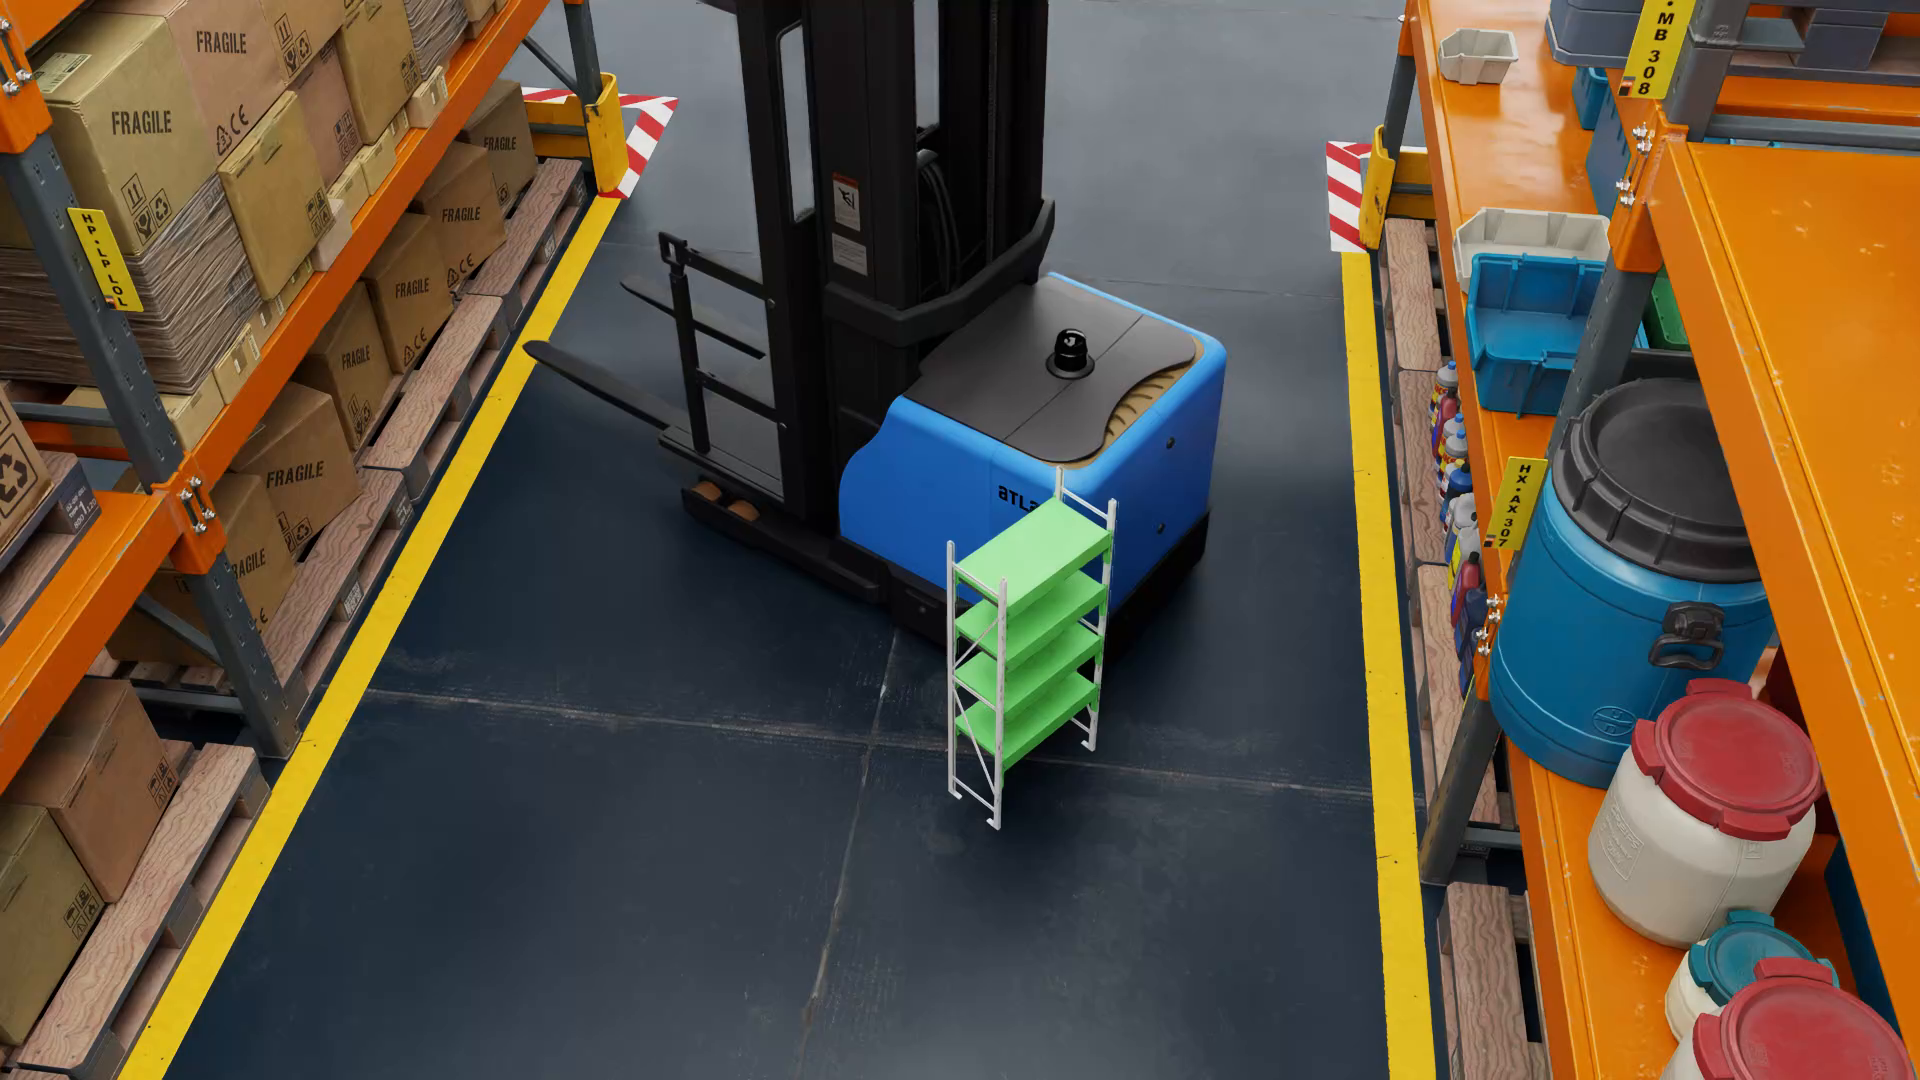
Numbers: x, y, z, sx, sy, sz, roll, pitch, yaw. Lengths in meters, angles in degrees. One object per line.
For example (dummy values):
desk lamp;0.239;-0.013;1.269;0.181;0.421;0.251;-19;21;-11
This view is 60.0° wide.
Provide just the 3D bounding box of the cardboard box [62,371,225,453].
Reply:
cardboard box;-2.549;-0.415;5.190;0.380;0.149;0.250;5;44;6

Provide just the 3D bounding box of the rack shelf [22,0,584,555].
rack shelf;-2.611;-1.489;6.664;1.077;0.370;4.000;5;44;6

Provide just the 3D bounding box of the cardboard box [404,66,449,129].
cardboard box;-2.274;-1.777;6.628;0.380;0.149;0.250;5;44;6

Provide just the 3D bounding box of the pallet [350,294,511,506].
pallet;-2.663;-0.669;7.304;1.003;0.211;1.213;5;44;6

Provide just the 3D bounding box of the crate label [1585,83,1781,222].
crate label;2.588;-1.397;6.018;0.502;0.435;0.616;5;44;6

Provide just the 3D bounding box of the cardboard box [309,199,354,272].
cardboard box;-2.400;-1.095;5.908;0.380;0.149;0.250;5;44;6

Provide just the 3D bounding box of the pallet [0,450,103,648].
pallet;-3.121;0.190;4.507;1.003;0.211;1.213;5;44;6

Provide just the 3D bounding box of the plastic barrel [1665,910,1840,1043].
plastic barrel;1.707;1.001;3.612;0.301;0.262;0.301;0;43;0

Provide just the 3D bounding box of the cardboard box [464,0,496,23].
cardboard box;-2.394;-2.534;6.955;0.875;0.500;0.500;5;44;6

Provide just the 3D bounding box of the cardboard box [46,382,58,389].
cardboard box;-3.096;-0.639;5.426;0.380;0.149;0.250;5;44;6

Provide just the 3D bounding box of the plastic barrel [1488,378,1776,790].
plastic barrel;1.683;0.117;4.081;0.600;0.901;0.708;5;44;6

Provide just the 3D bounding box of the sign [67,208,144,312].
sign;-2.325;-0.760;4.529;0.100;0.325;0.005;5;44;6

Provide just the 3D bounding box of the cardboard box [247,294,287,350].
cardboard box;-2.497;-0.757;5.551;0.380;0.149;0.250;5;44;6

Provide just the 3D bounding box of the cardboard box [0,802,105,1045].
cardboard box;-3.060;1.100;4.904;0.700;0.500;0.500;5;44;5

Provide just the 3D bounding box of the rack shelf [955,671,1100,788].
rack shelf;0.222;0.600;5.686;0.258;0.148;0.480;34;53;31

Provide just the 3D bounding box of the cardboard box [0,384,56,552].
cardboard box;-3.119;-0.229;4.068;1.000;1.000;1.000;6;44;6

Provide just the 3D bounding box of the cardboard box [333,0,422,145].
cardboard box;-2.580;-1.857;6.241;0.875;0.500;0.500;5;44;6

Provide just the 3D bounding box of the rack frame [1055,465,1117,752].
rack frame;0.394;0.260;5.602;0.240;1.200;0.015;34;53;31

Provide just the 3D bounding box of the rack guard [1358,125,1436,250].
rack guard;2.600;-1.699;8.181;1.175;0.500;0.348;5;44;6

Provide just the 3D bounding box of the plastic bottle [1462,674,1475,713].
plastic bottle;1.771;0.532;5.662;0.061;0.283;0.133;7;44;8

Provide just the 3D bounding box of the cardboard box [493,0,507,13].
cardboard box;-2.195;-2.464;7.353;0.380;0.149;0.250;5;44;6

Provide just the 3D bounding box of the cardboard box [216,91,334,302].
cardboard box;-2.654;-1.170;5.515;0.875;0.500;0.500;5;44;6

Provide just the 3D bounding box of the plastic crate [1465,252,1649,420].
plastic crate;1.911;-0.662;5.376;0.499;0.251;0.616;5;44;6

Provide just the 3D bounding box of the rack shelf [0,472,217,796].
rack shelf;-3.140;1.237;3.785;1.077;0.370;4.000;5;44;6

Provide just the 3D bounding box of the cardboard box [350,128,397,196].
cardboard box;-2.364;-1.439;6.271;0.380;0.149;0.250;5;44;6

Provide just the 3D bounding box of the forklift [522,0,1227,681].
forklift;-0.516;-1.325;6.018;3.031;2.935;1.130;27;50;25

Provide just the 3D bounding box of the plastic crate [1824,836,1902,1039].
plastic crate;2.197;0.849;3.684;0.392;0.384;0.575;5;44;6

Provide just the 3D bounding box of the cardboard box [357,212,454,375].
cardboard box;-2.592;-1.099;7.241;0.500;0.500;0.500;9;44;9

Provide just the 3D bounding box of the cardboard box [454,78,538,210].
cardboard box;-2.446;-1.934;8.124;0.500;0.500;0.500;13;45;13

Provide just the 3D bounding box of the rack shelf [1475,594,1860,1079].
rack shelf;1.770;1.687;3.310;1.077;0.370;4.000;5;44;6

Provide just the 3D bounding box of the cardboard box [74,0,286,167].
cardboard box;-2.499;-1.519;5.156;0.500;0.500;0.500;5;44;6

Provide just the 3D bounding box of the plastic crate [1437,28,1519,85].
plastic crate;2.126;-1.987;6.858;0.298;0.136;0.250;5;44;6

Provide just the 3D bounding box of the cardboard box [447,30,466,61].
cardboard box;-2.318;-2.128;6.999;0.380;0.149;0.250;5;44;6

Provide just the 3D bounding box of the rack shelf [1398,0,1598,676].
rack shelf;2.299;-1.039;6.189;1.077;0.370;4.000;5;44;6

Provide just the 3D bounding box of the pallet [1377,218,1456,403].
pallet;2.487;-1.041;7.696;1.003;0.211;1.213;5;44;6

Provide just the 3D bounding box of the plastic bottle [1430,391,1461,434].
plastic bottle;2.001;-0.529;6.842;0.097;0.201;0.097;0;43;0

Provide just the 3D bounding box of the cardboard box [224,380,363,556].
cardboard box;-2.715;-0.292;6.389;0.500;0.500;0.500;19;46;19

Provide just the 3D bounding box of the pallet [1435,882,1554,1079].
pallet;1.969;1.614;4.892;1.003;0.211;1.213;5;44;6

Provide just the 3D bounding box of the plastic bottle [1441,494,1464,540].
plastic bottle;1.916;-0.090;6.379;0.097;0.201;0.097;0;43;0

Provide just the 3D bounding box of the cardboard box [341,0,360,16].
cardboard box;-2.378;-2.202;5.877;0.500;0.500;0.500;5;44;6

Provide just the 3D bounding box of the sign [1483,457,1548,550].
sign;1.490;-0.095;4.467;0.100;0.325;0.005;5;44;6

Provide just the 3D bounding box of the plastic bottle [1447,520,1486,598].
plastic bottle;1.902;0.049;6.123;0.144;0.351;0.185;5;44;5

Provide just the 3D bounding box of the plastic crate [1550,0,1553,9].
plastic crate;2.793;-2.241;7.043;0.499;0.251;0.616;5;44;6

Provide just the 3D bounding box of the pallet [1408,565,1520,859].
pallet;2.164;0.622;5.940;1.003;0.211;1.213;5;44;6

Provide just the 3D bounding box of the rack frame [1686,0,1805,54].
rack frame;2.034;-2.115;2.439;1.000;3.000;0.127;5;44;6

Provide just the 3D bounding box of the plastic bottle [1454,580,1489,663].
plastic bottle;1.859;0.269;5.891;0.144;0.351;0.185;3;44;3

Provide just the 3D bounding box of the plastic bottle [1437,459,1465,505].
plastic bottle;1.943;-0.230;6.527;0.097;0.201;0.097;0;43;0

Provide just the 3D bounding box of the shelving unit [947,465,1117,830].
shelving unit;0.222;0.379;5.477;0.258;1.200;0.503;34;53;31

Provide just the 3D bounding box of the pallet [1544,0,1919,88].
pallet;2.033;-1.458;4.064;1.213;0.211;1.003;5;44;6

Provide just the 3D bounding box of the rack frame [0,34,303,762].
rack frame;-2.875;-0.387;4.977;1.000;3.000;0.127;5;44;6

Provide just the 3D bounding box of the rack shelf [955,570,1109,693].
rack shelf;0.222;0.251;5.356;0.258;0.148;0.480;34;53;31

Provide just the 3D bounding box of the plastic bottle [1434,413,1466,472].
plastic bottle;1.969;-0.391;6.646;0.097;0.271;0.097;0;43;0
